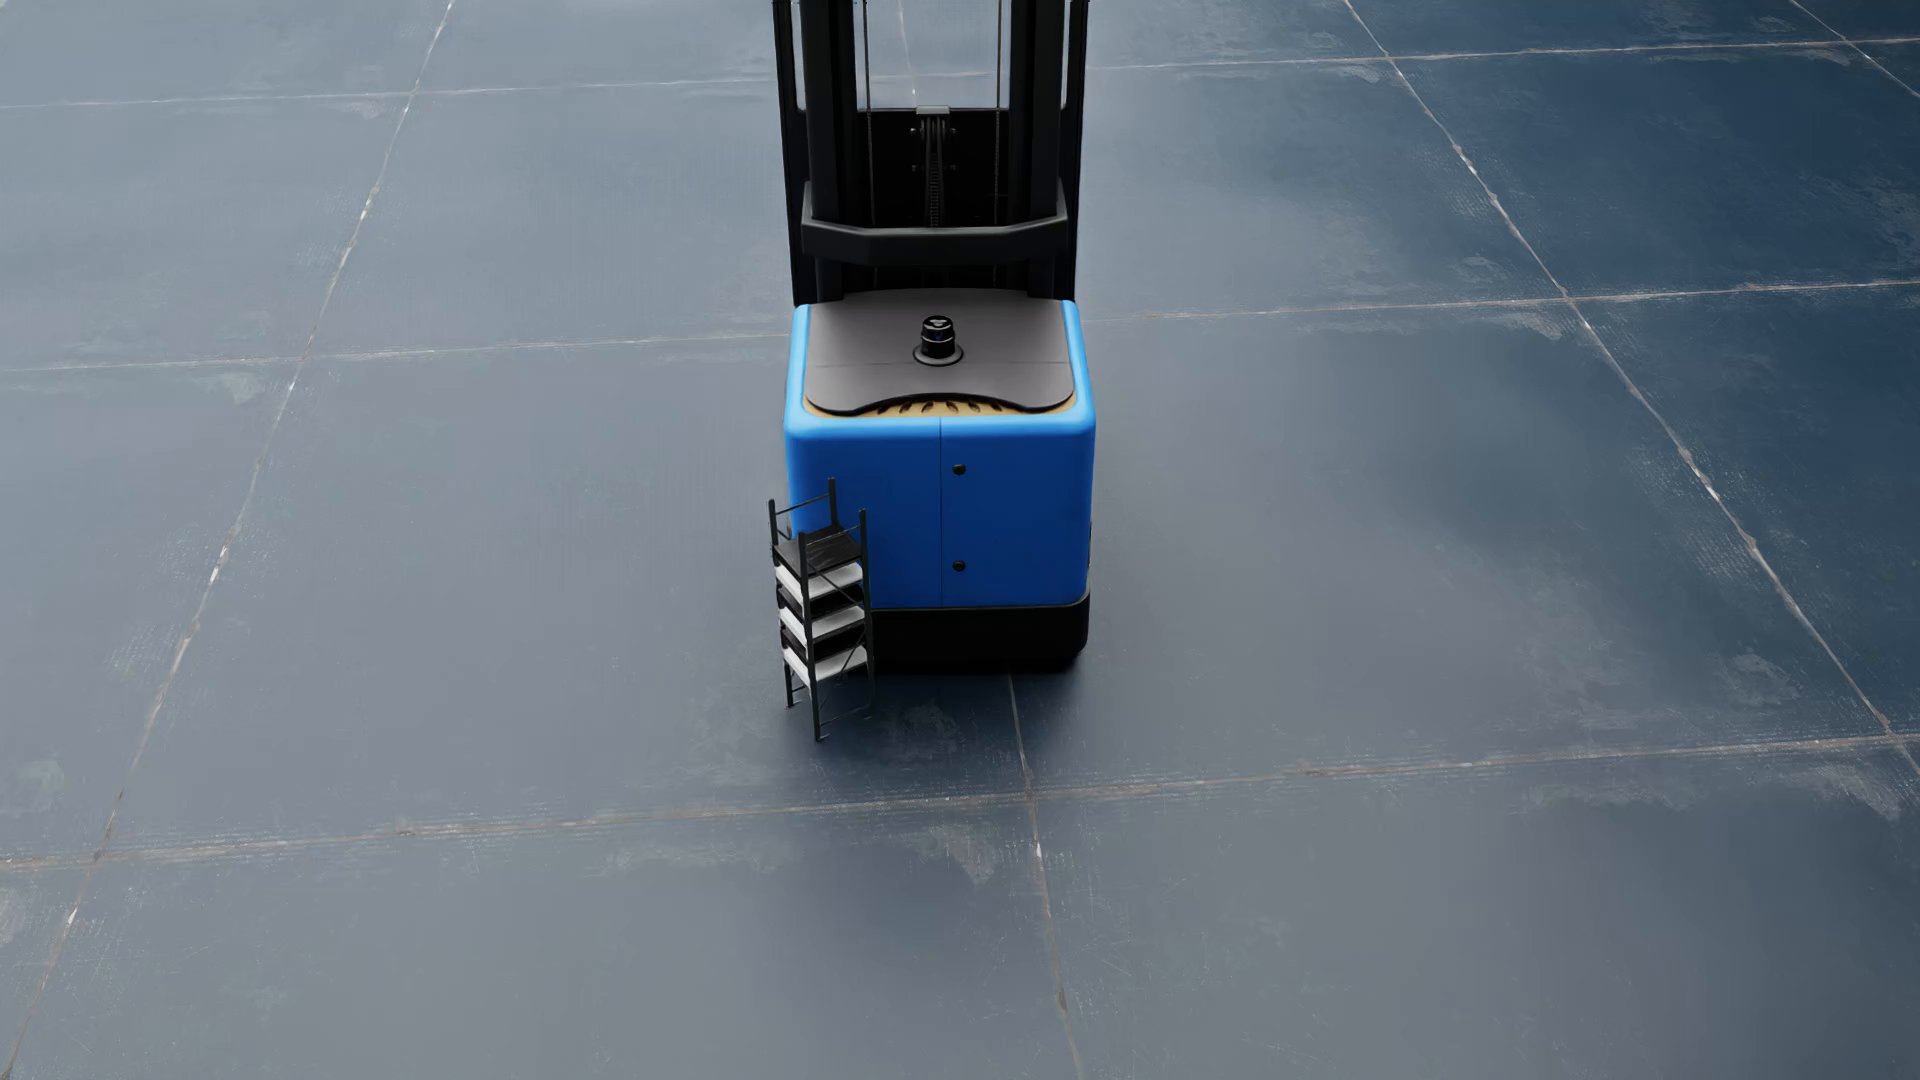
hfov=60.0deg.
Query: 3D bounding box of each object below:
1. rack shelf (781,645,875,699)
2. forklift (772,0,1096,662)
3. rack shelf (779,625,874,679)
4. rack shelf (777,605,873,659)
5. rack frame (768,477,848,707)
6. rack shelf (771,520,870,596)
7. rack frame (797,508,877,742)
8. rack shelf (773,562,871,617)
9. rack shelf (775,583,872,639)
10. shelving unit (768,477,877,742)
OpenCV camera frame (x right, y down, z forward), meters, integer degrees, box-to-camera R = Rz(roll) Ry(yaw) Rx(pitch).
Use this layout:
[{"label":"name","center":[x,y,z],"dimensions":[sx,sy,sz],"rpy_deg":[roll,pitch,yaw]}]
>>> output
[{"label":"rack shelf","center":[-0.451,0.413,5.687],"dimensions":[0.258,0.077,0.200],"rpy_deg":[-21,42,-25]},{"label":"forklift","center":[-0.110,-1.602,6.259],"dimensions":[1.130,2.935,3.031],"rpy_deg":[-1,38,-1]},{"label":"rack shelf","center":[-0.452,0.342,5.632],"dimensions":[0.258,0.077,0.200],"rpy_deg":[-21,42,-25]},{"label":"rack shelf","center":[-0.452,0.271,5.576],"dimensions":[0.258,0.077,0.200],"rpy_deg":[-21,42,-25]},{"label":"rack frame","center":[-0.506,0.192,5.625],"dimensions":[0.240,0.900,0.006],"rpy_deg":[-21,42,-25]},{"label":"rack shelf","center":[-0.454,0.057,5.411],"dimensions":[0.258,0.077,0.200],"rpy_deg":[-21,42,-25]},{"label":"rack frame","center":[-0.399,0.297,5.488],"dimensions":[0.240,0.900,0.006],"rpy_deg":[-21,42,-25]},{"label":"rack shelf","center":[-0.454,0.128,5.466],"dimensions":[0.258,0.077,0.200],"rpy_deg":[-21,42,-25]},{"label":"rack shelf","center":[-0.453,0.199,5.521],"dimensions":[0.258,0.077,0.200],"rpy_deg":[-21,42,-25]},{"label":"shelving unit","center":[-0.452,0.244,5.556],"dimensions":[0.258,0.900,0.210],"rpy_deg":[-21,42,-25]}]
